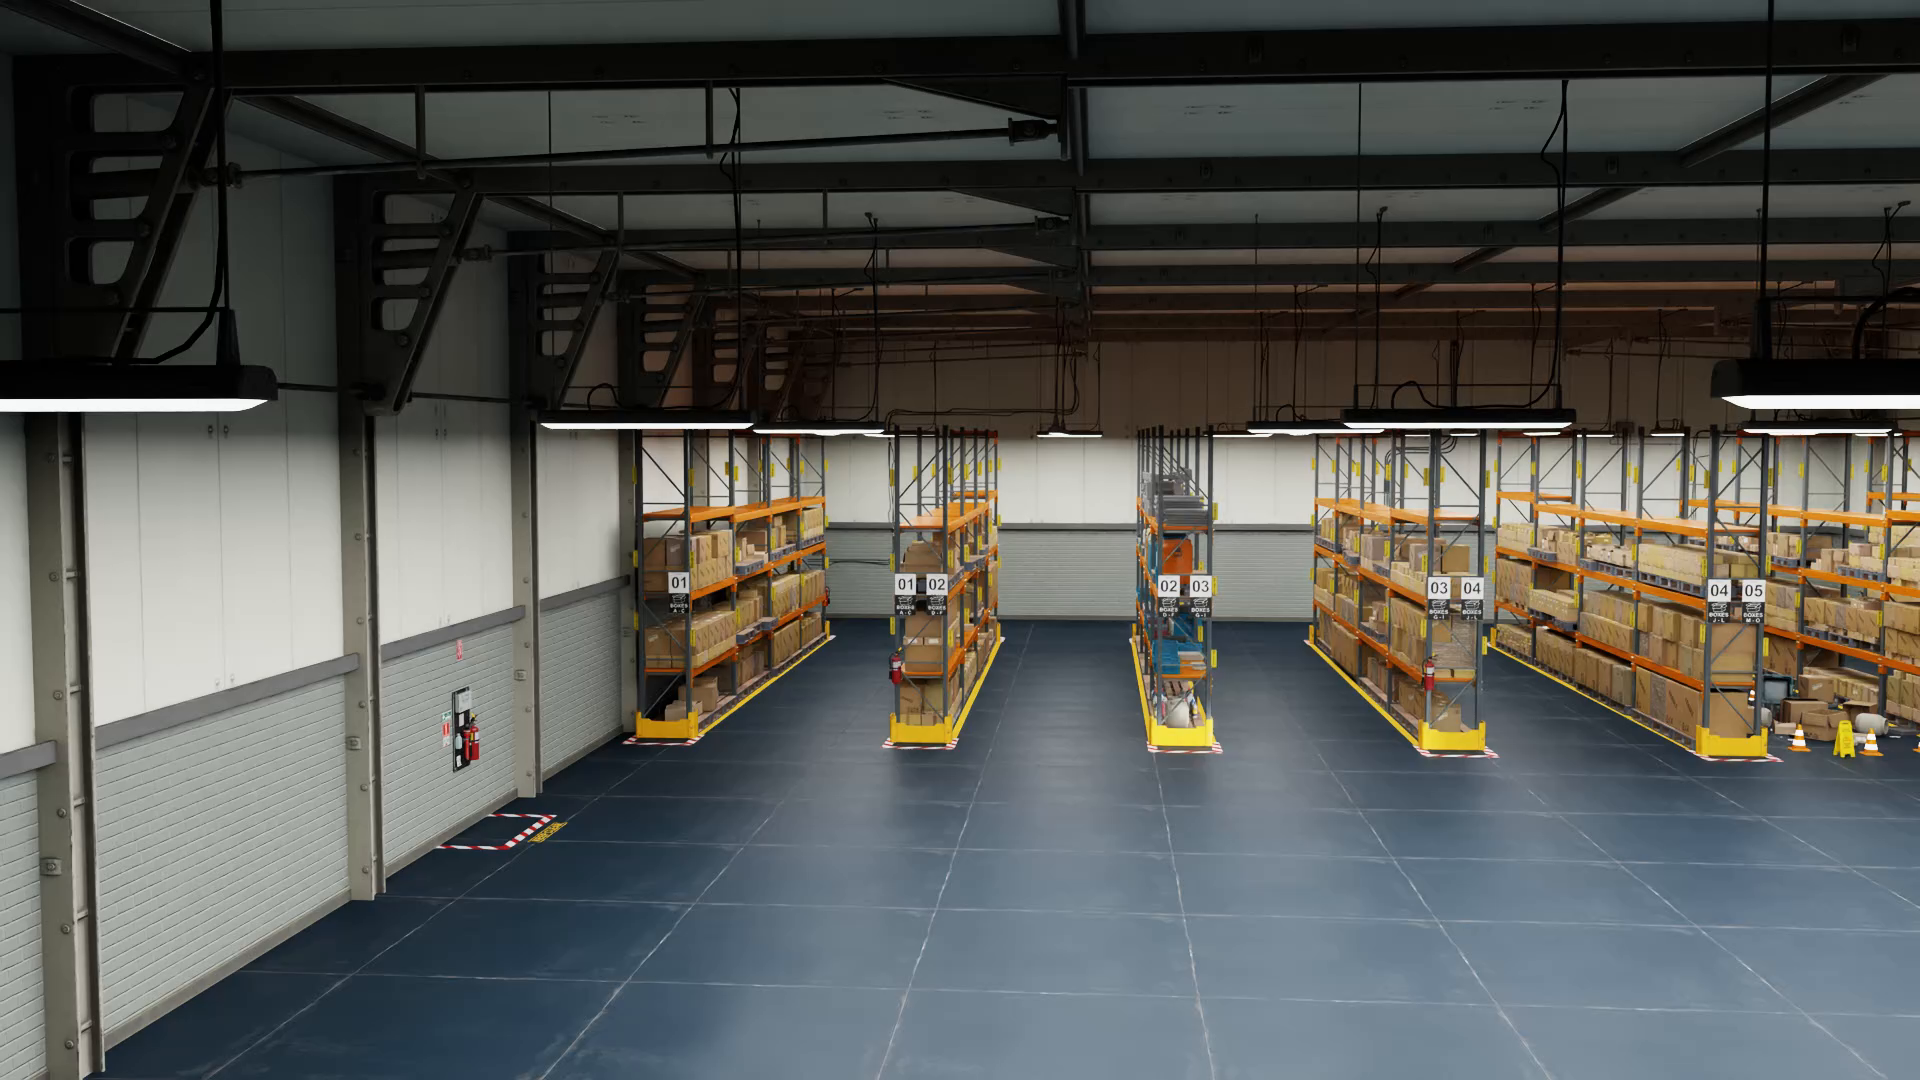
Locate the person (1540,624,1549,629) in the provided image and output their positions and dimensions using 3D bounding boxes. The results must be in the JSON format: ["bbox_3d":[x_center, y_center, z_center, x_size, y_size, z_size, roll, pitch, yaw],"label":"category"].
[{"bbox_3d":[17.645,1.868,50.215,0.473,1.694,0.482,-1,4,-19],"label":"person"}]

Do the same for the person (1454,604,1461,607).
[{"bbox_3d":[14.067,2.003,47.068,0.652,1.715,1.127,2,4,27],"label":"person"}]
